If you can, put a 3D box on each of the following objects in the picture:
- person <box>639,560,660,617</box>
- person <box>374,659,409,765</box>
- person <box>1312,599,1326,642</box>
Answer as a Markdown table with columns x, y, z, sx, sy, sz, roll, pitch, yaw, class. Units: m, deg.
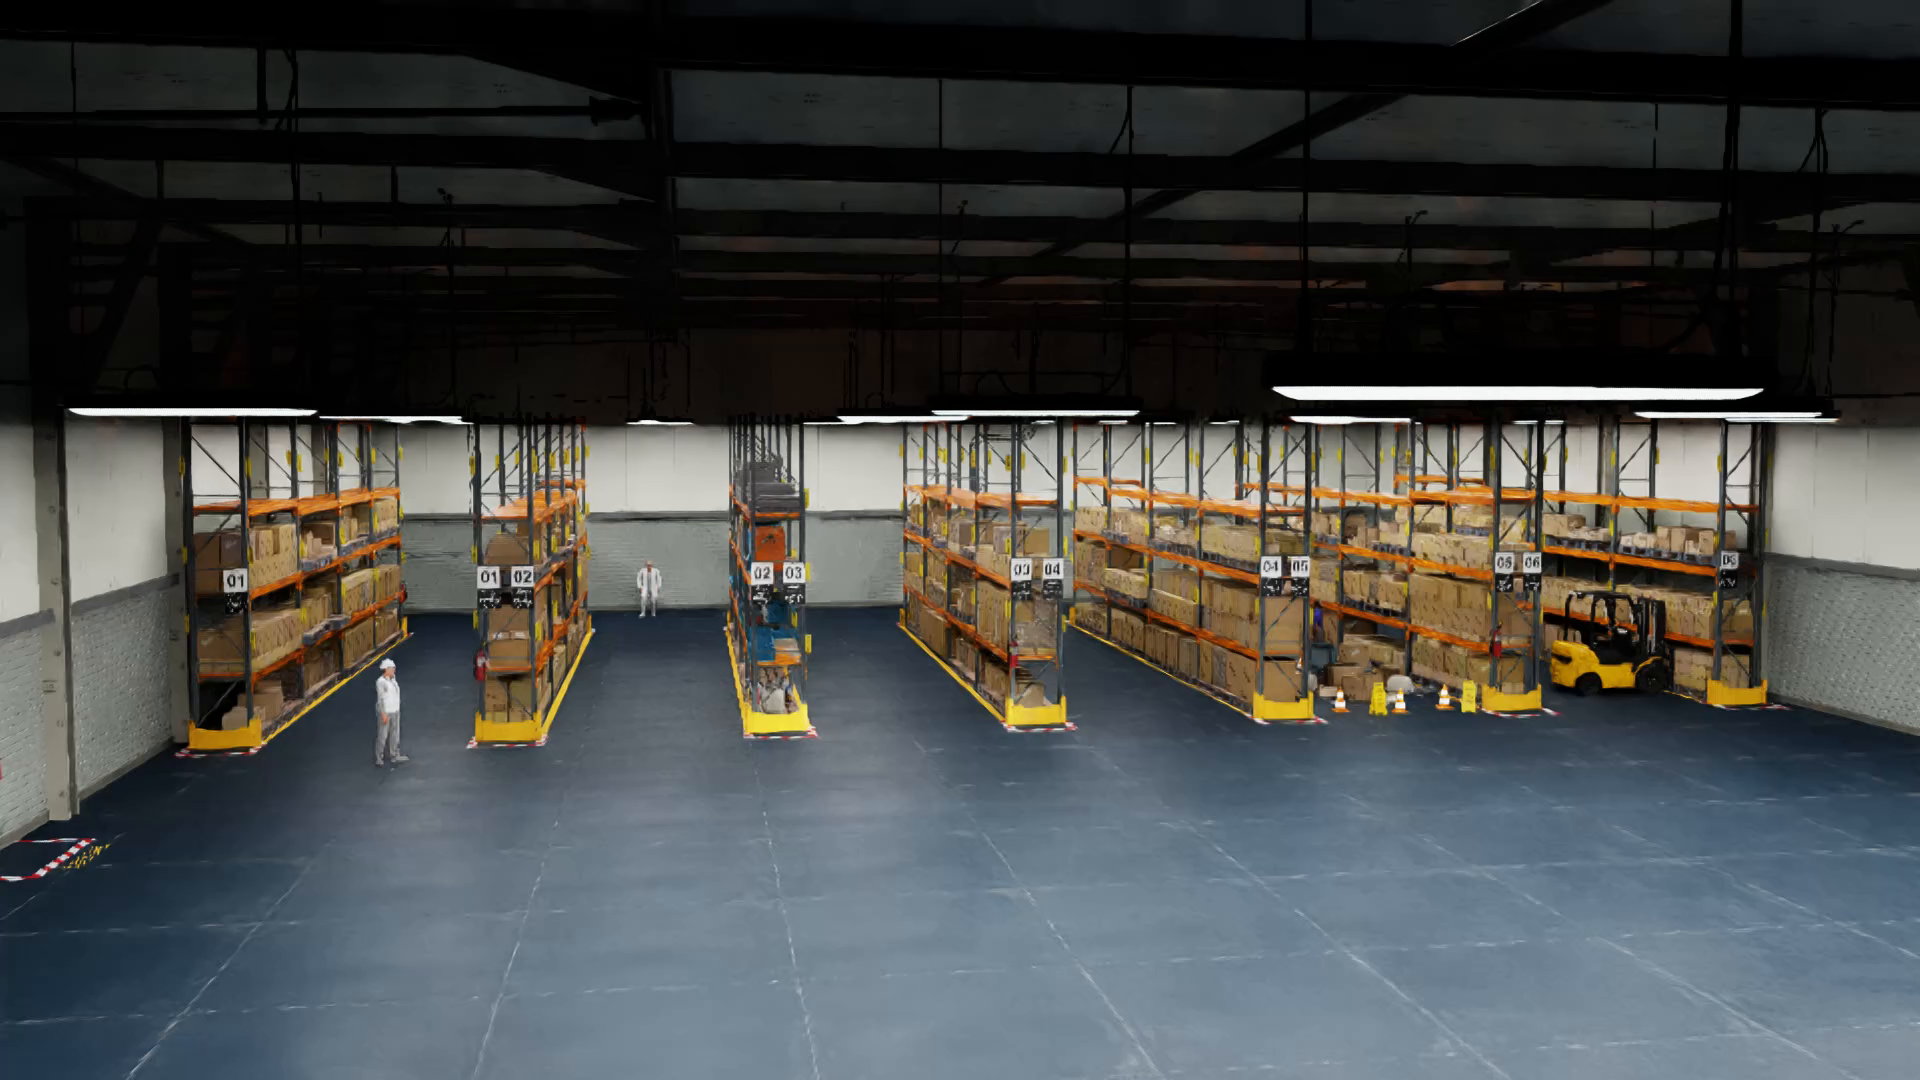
| x | y | z | sx | sy | sz | roll | pitch | yaw | class |
| --- | --- | --- | --- | --- | --- | --- | --- | --- | --- |
| -9.357 | 1.460 | 50.066 | 0.688 | 1.733 | 0.546 | -1 | 4 | -11 | person |
| -9.693 | 2.904 | 28.204 | 0.430 | 1.777 | 0.609 | 1 | 4 | 11 | person |
| 8.413 | 2.218 | 39.210 | 0.551 | 1.653 | 0.573 | 1 | 4 | 18 | person |
